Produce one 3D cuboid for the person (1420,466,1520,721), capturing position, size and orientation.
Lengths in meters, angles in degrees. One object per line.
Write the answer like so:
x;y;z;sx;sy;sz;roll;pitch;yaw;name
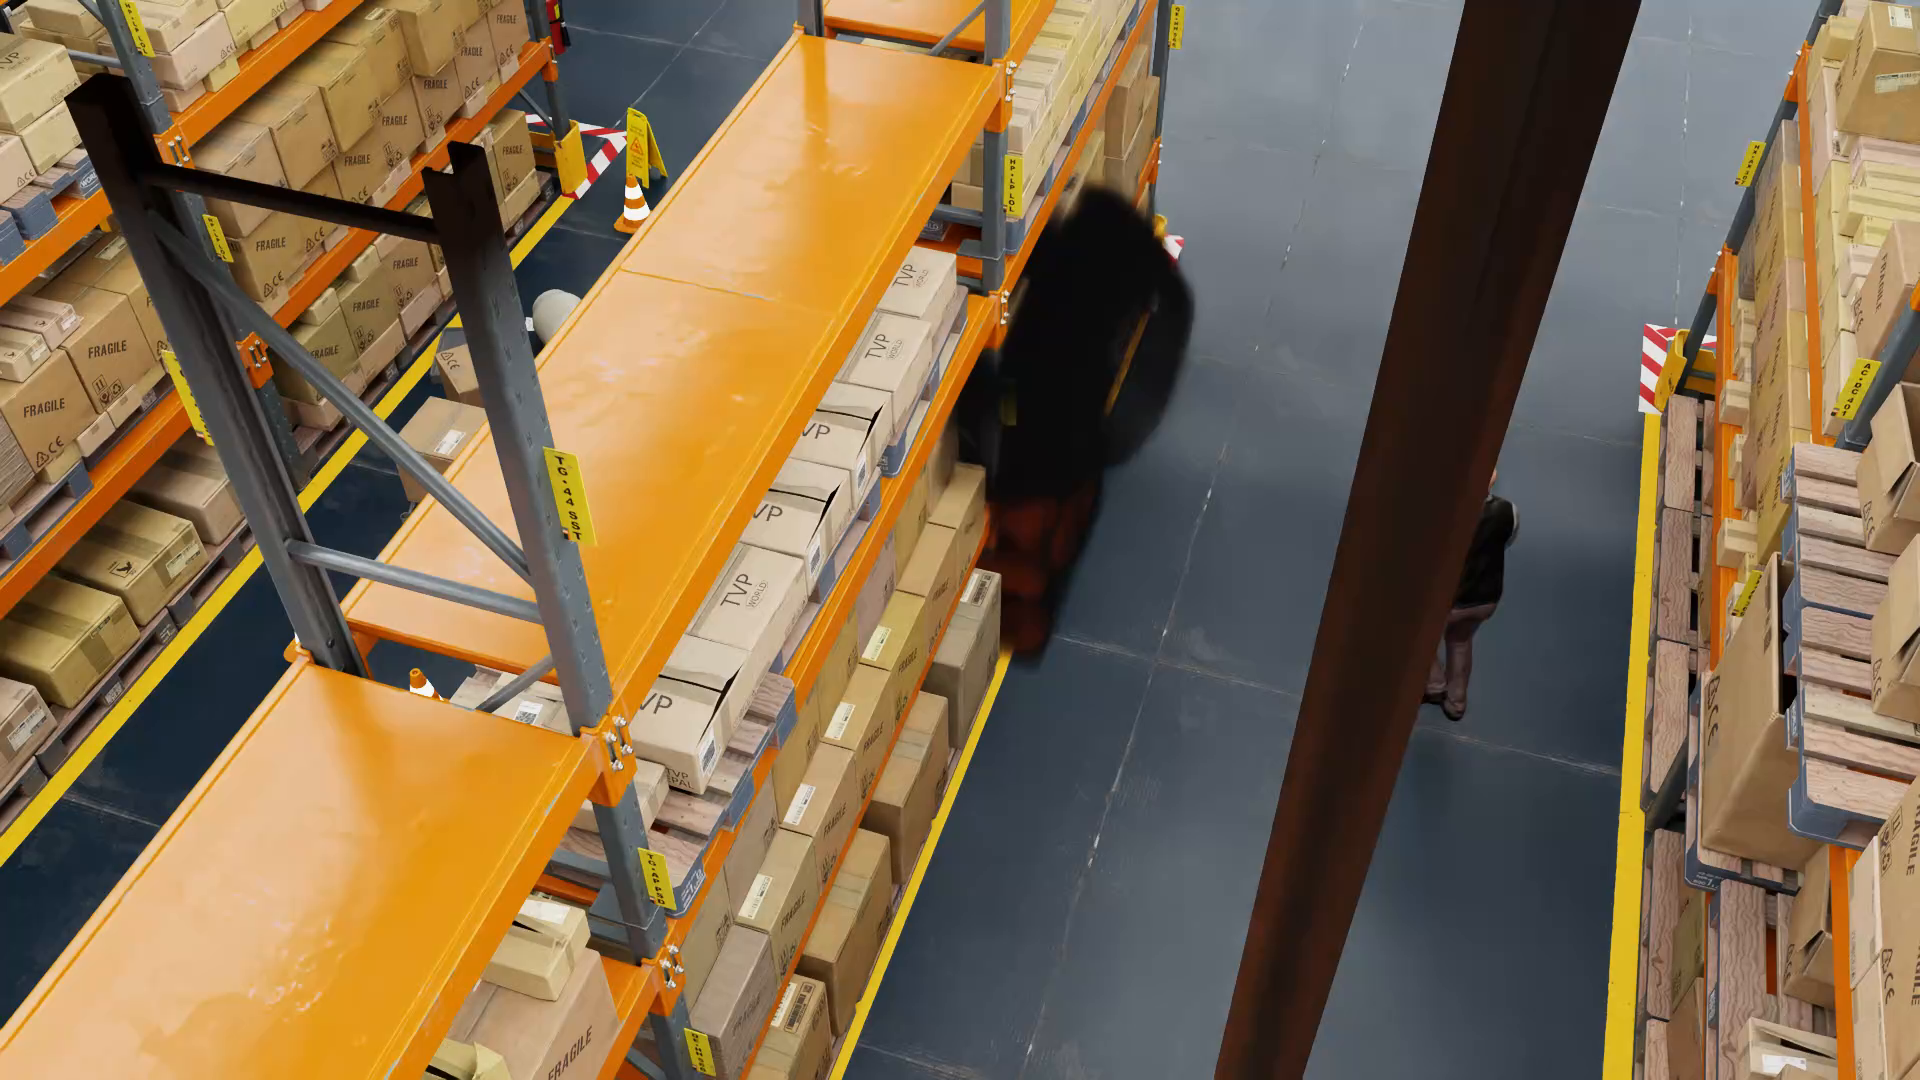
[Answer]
2.782;0.253;9.373;0.652;1.633;0.778;-9;46;-9;person
